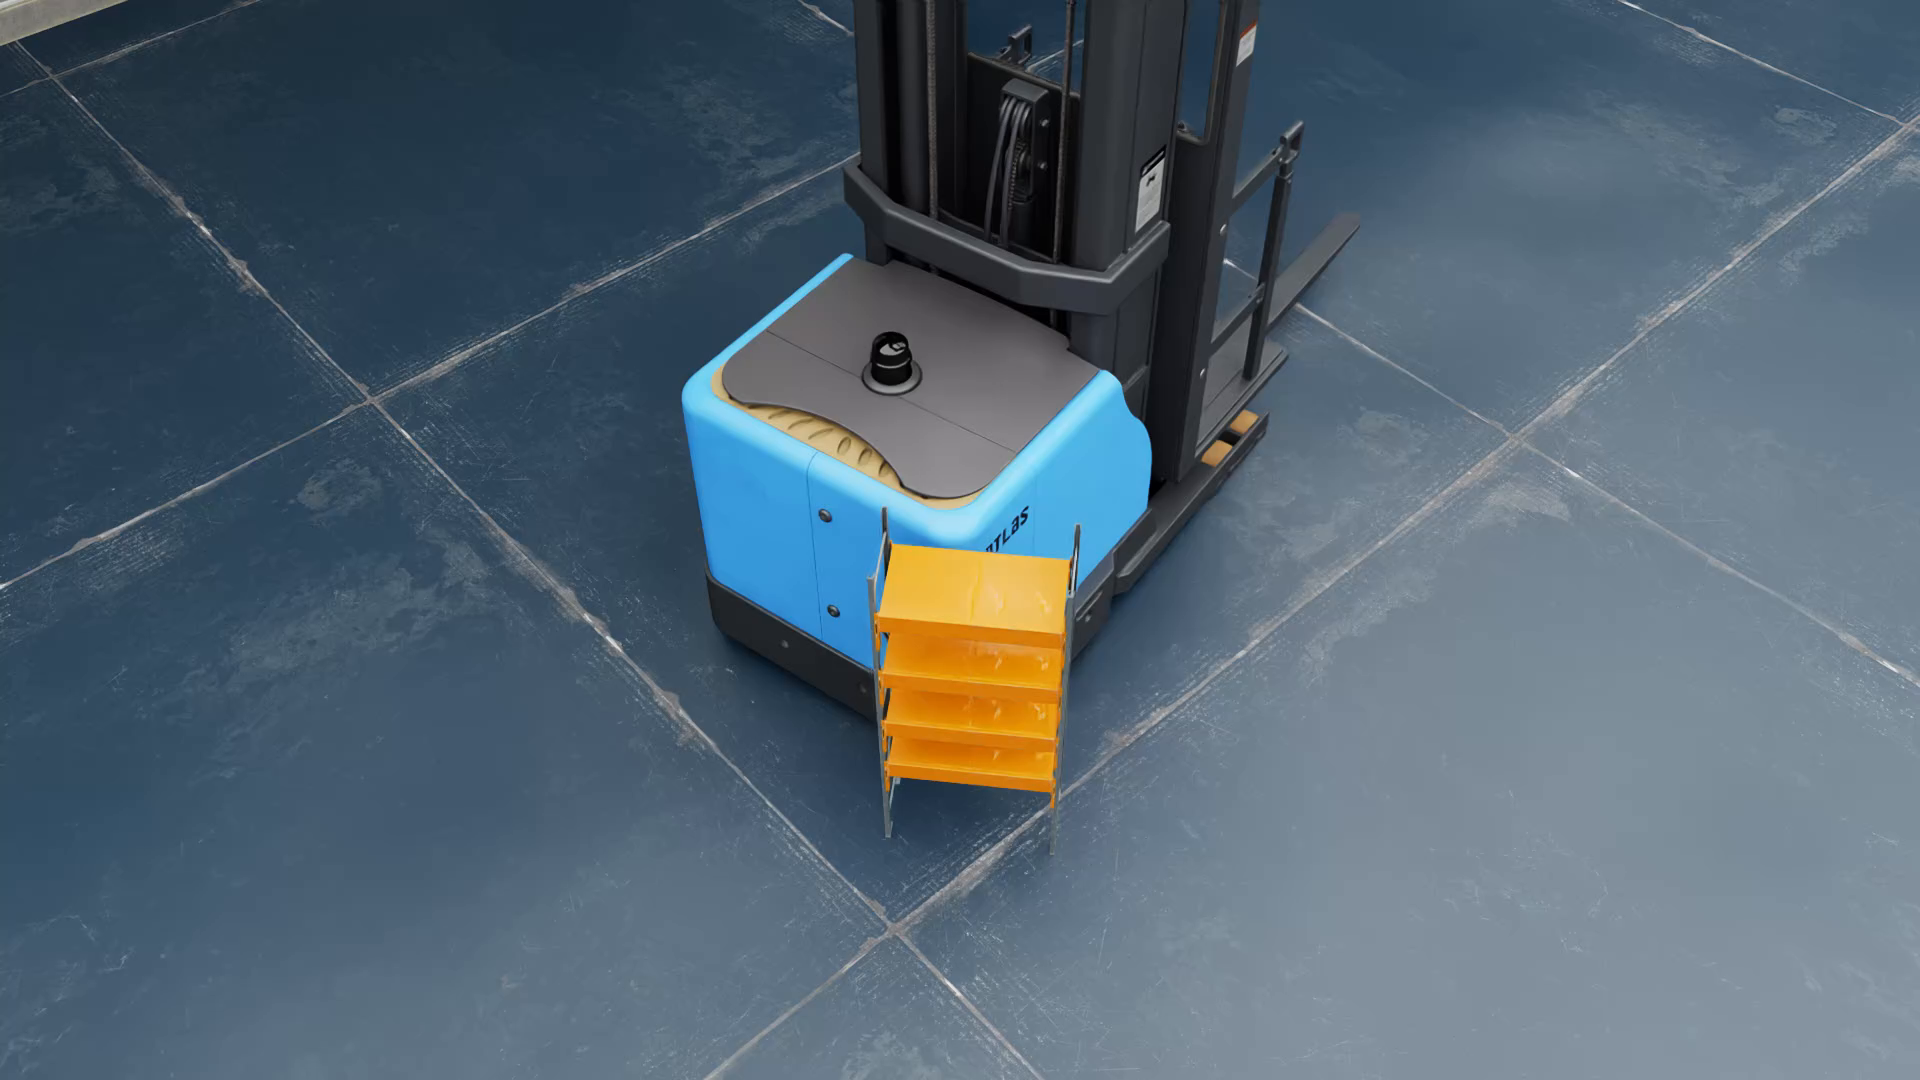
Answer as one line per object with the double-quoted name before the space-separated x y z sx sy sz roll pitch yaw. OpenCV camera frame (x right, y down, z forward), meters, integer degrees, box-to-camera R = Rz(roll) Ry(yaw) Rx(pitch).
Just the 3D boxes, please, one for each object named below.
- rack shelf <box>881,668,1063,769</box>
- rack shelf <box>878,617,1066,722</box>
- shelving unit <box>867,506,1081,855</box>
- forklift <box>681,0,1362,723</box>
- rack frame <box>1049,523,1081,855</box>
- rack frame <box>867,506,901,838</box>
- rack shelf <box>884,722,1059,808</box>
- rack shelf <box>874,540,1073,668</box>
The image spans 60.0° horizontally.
"rack shelf" 0.041 0.465 4.591 0.480 0.148 0.258 5 49 5
"rack shelf" 0.040 0.318 4.423 0.480 0.148 0.258 5 49 5
"shelving unit" 0.041 0.421 4.540 0.503 1.200 0.258 5 49 5
"forklift" 0.456 -1.373 5.023 1.130 2.935 3.031 28 53 23
"rack frame" 0.283 0.443 4.520 0.015 1.200 0.240 5 49 5
"rack frame" -0.201 0.399 4.561 0.015 1.200 0.240 5 49 5
"rack shelf" 0.042 0.596 4.740 0.480 0.148 0.258 5 49 5
"rack shelf" 0.039 0.162 4.244 0.480 0.148 0.258 5 49 5
